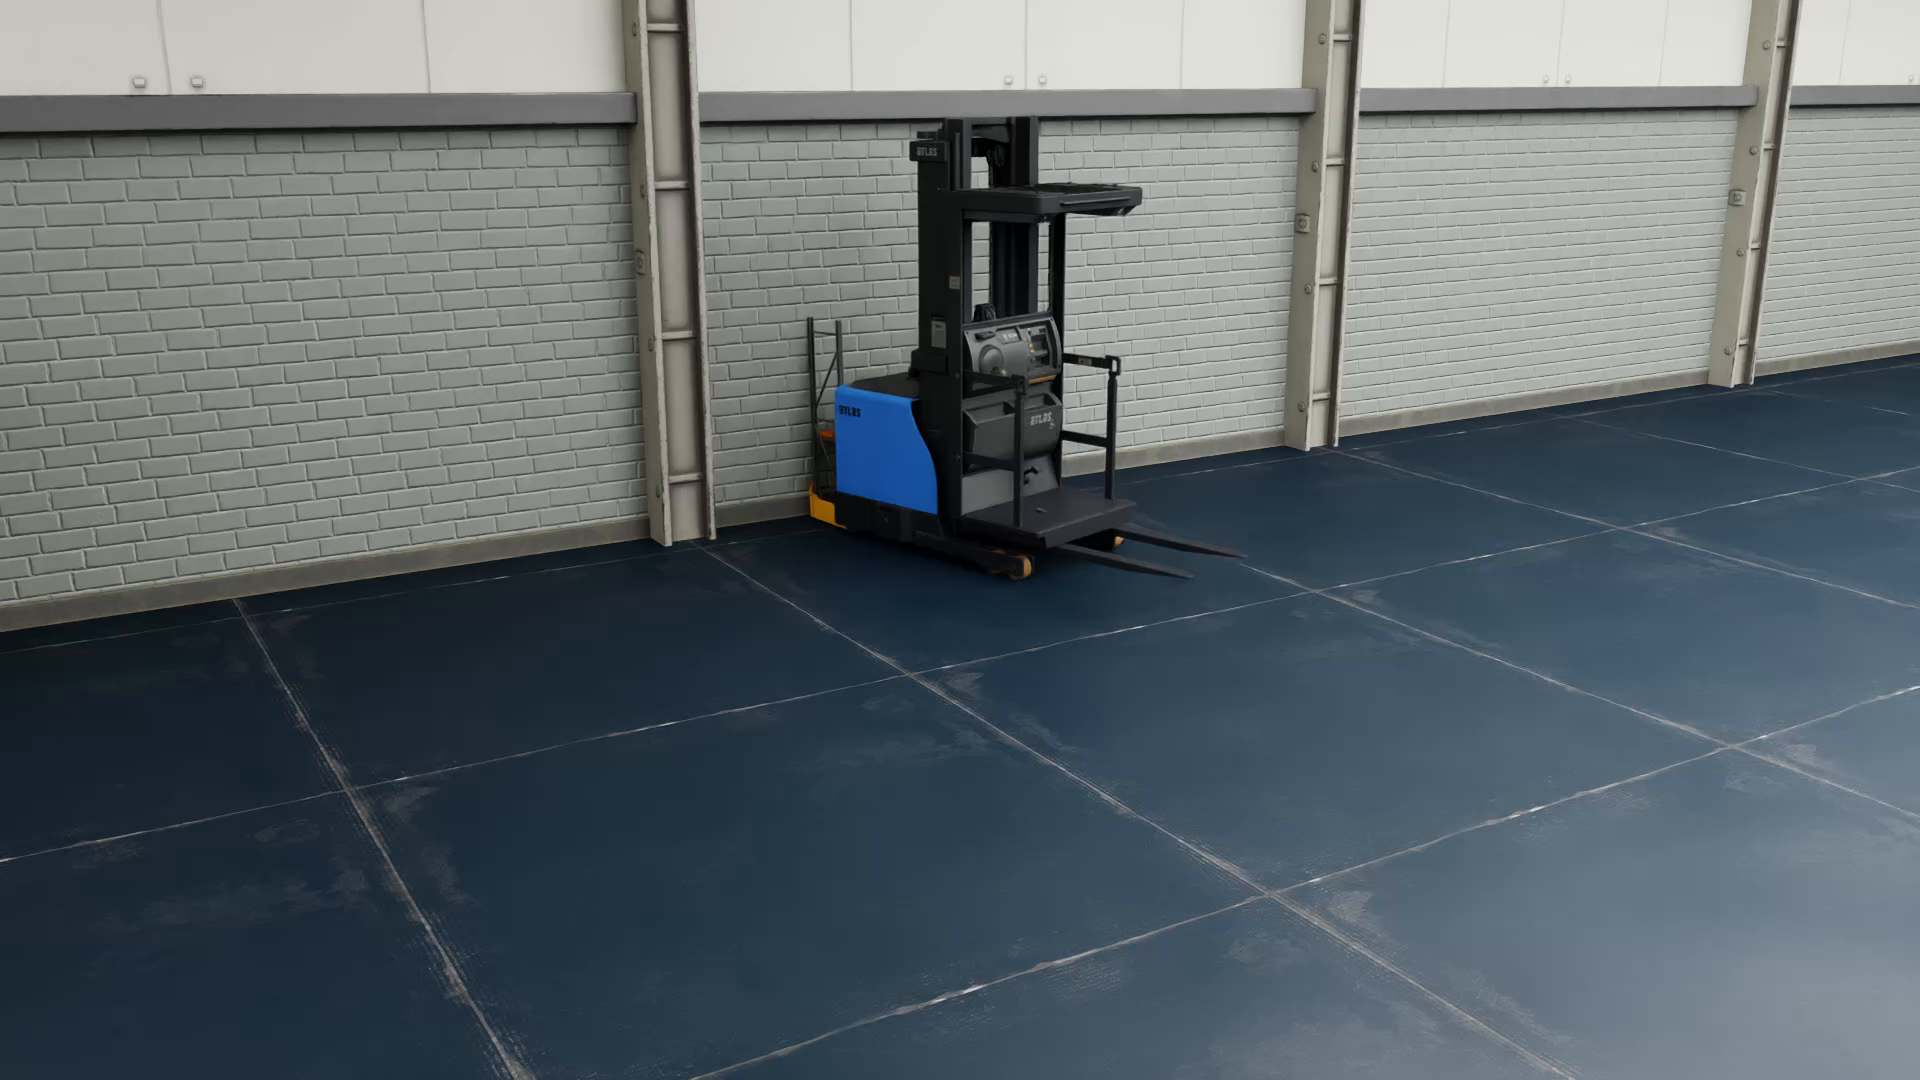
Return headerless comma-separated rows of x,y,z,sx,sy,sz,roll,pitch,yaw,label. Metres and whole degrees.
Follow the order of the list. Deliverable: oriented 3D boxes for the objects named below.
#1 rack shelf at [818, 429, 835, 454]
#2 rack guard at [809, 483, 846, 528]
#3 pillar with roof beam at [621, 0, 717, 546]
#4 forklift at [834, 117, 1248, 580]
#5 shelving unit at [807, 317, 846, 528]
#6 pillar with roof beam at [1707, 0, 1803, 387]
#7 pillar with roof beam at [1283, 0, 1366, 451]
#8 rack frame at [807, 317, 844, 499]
-0.531,-0.757,12.494,1.000,0.185,0.538,-8,14,-30,rack shelf
-0.953,-0.258,12.329,0.087,0.250,0.587,-8,14,-30,rack guard
0.222,-3.355,7.206,0.400,9.000,9.100,-9,18,-30,pillar with roof beam
0.517,-1.305,11.136,3.031,2.935,1.130,14,21,40,forklift
-0.542,-0.932,12.453,1.083,1.500,0.587,-8,14,-30,shelving unit
10.508,-5.023,13.157,0.400,9.000,9.100,-9,18,-30,pillar with roof beam
5.365,-4.189,10.181,0.400,9.000,9.100,-9,18,-30,pillar with roof beam
-0.969,-0.870,12.201,0.032,1.500,0.500,-8,14,-30,rack frame
